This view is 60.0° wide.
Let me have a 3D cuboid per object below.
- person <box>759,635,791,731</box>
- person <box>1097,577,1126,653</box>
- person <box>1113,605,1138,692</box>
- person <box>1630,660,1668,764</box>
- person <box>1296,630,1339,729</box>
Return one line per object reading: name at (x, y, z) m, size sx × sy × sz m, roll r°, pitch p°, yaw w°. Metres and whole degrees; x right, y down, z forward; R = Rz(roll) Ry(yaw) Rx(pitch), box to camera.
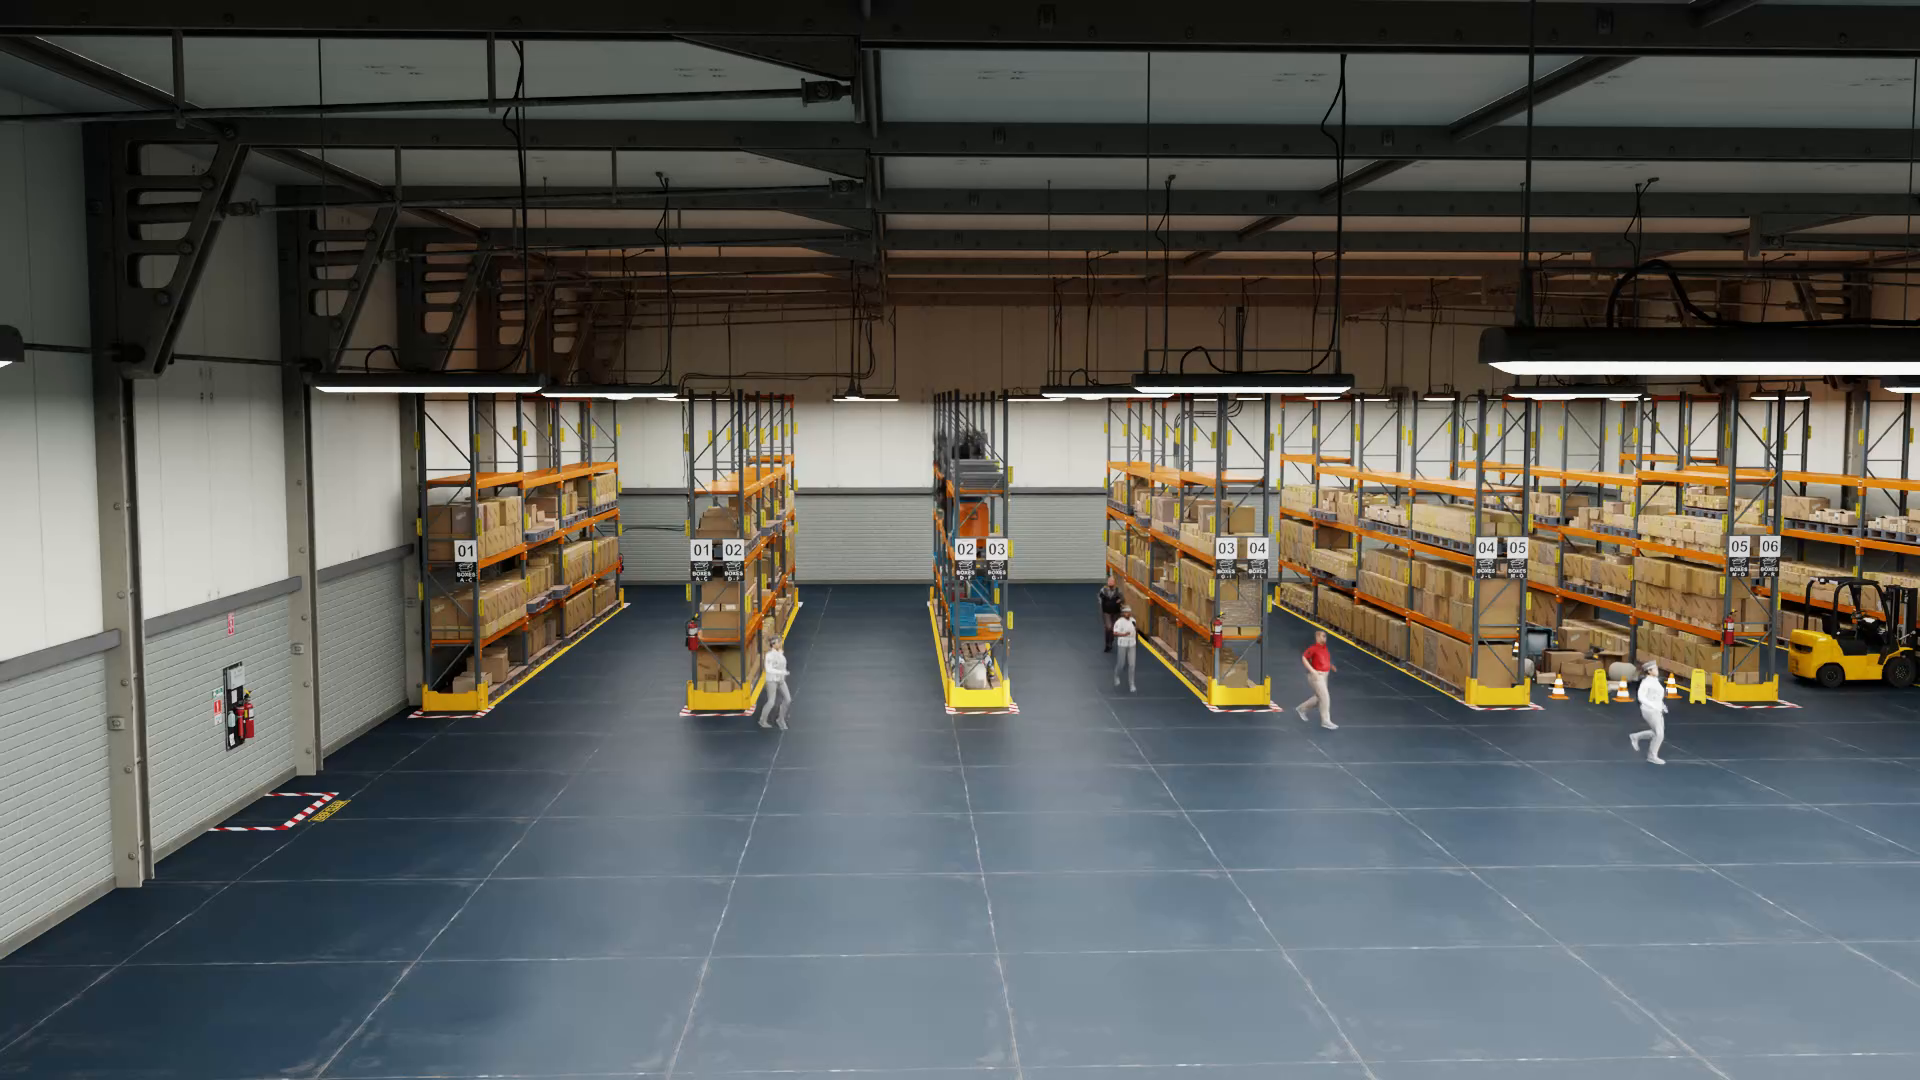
person at (-3.257, 2.510, 29.236) m, size 0.609 × 1.736 × 0.630 m, roll 3°, pitch 6°, yaw 34°
person at (3.515, 1.745, 38.489) m, size 0.625 × 1.787 × 0.763 m, roll 0°, pitch 5°, yaw -2°
person at (3.322, 2.135, 33.359) m, size 0.604 × 1.703 × 0.900 m, roll -1°, pitch 5°, yaw -15°
person at (11.012, 2.738, 26.628) m, size 0.587 × 1.663 × 0.617 m, roll 4°, pitch 6°, yaw 39°
person at (6.340, 2.456, 29.515) m, size 0.857 × 1.722 × 0.686 m, roll 3°, pitch 6°, yaw 34°
